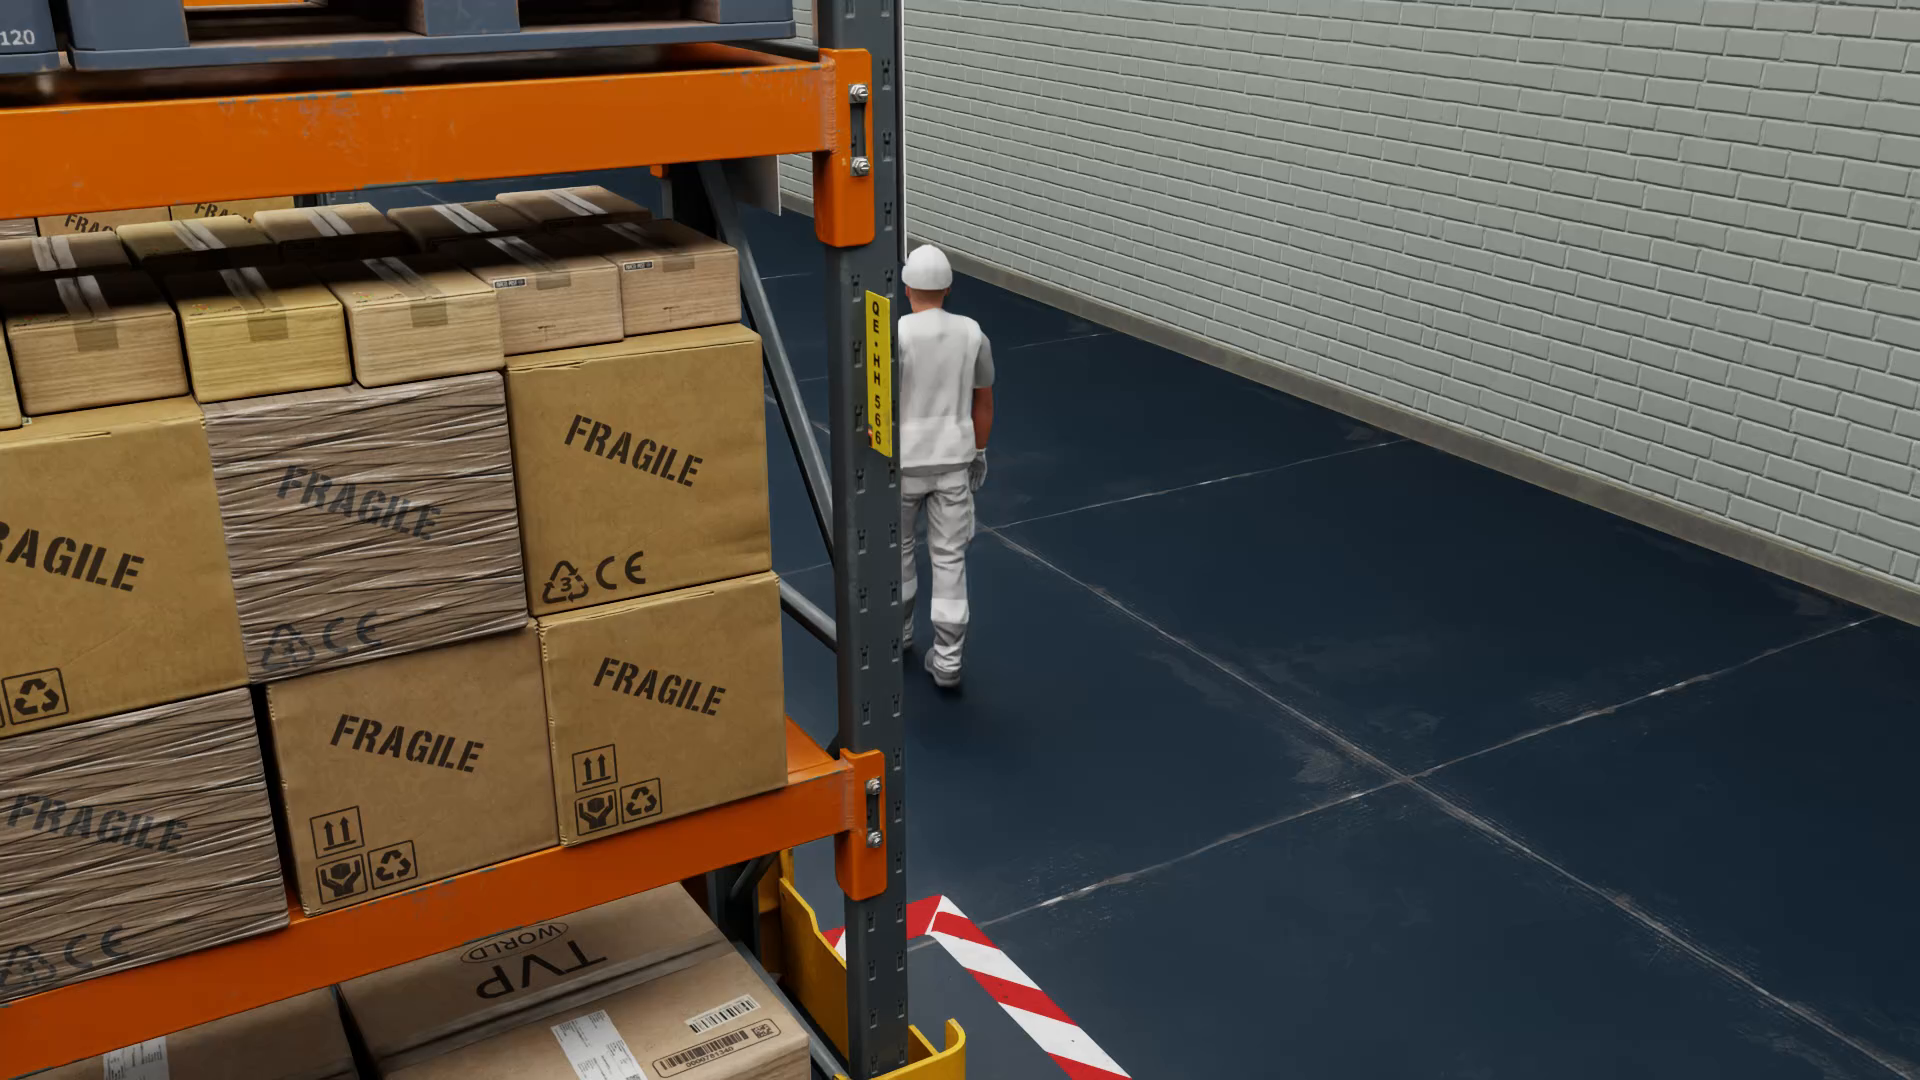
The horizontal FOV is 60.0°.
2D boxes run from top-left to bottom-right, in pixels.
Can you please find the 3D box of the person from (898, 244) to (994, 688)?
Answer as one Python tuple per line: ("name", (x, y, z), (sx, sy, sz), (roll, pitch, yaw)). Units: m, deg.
("person", (-0.133, -0.302, 6.829), (0.578, 1.795, 0.698), (-6, 22, -14))
